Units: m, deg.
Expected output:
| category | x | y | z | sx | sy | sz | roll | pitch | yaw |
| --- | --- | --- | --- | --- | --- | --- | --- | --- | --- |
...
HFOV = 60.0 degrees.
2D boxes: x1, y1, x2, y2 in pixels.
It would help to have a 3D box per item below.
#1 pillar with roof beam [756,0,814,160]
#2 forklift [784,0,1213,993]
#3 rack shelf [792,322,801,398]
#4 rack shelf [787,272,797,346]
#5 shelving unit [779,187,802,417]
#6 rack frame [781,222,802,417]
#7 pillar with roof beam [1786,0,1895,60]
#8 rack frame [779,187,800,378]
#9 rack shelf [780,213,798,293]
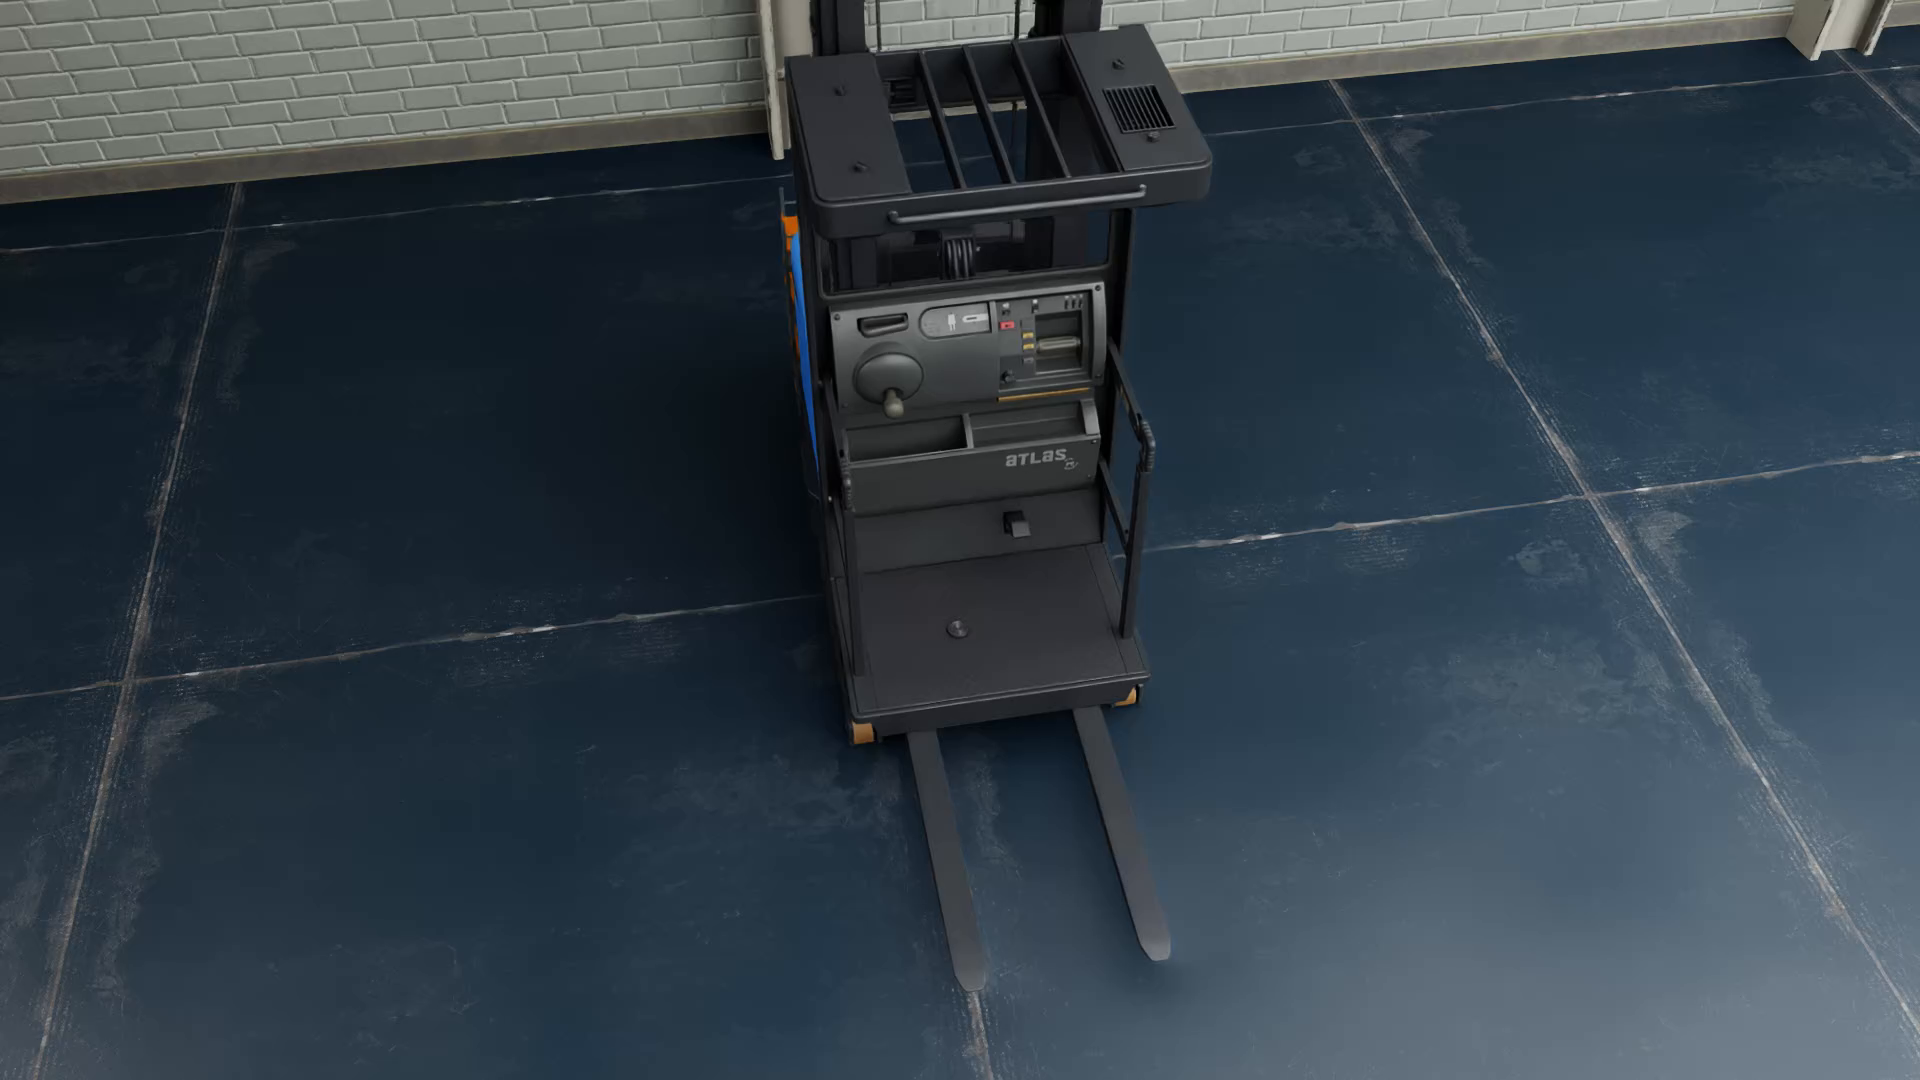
| category | x | y | z | sx | sy | sz | roll | pitch | yaw |
| --- | --- | --- | --- | --- | --- | --- | --- | --- | --- |
| pillar with roof beam | -0.097 | -2.238 | 2.850 | 0.400 | 9.000 | 9.100 | -7 | 46 | -7 |
| forklift | 0.074 | -0.548 | 5.436 | 1.130 | 2.935 | 3.031 | -7 | 47 | -7 |
| rack shelf | -0.638 | -0.814 | 7.399 | 0.215 | 0.259 | 0.240 | -4 | 46 | -4 |
| rack shelf | -0.638 | -1.007 | 7.199 | 0.215 | 0.259 | 0.240 | -4 | 46 | -4 |
| shelving unit | -0.638 | -1.014 | 7.191 | 0.215 | 1.050 | 0.252 | -4 | 46 | -4 |
| rack frame | -0.626 | -0.927 | 7.107 | 0.200 | 1.050 | 0.008 | -4 | 46 | -4 |
| pillar with roof beam | 5.815 | -2.974 | 3.560 | 0.400 | 9.000 | 9.100 | -7 | 46 | -7 |
| rack frame | -0.651 | -1.102 | 7.275 | 0.200 | 1.050 | 0.008 | -4 | 46 | -4 |
| rack shelf | -0.638 | -1.204 | 6.994 | 0.215 | 0.259 | 0.240 | -4 | 46 | -4 |
